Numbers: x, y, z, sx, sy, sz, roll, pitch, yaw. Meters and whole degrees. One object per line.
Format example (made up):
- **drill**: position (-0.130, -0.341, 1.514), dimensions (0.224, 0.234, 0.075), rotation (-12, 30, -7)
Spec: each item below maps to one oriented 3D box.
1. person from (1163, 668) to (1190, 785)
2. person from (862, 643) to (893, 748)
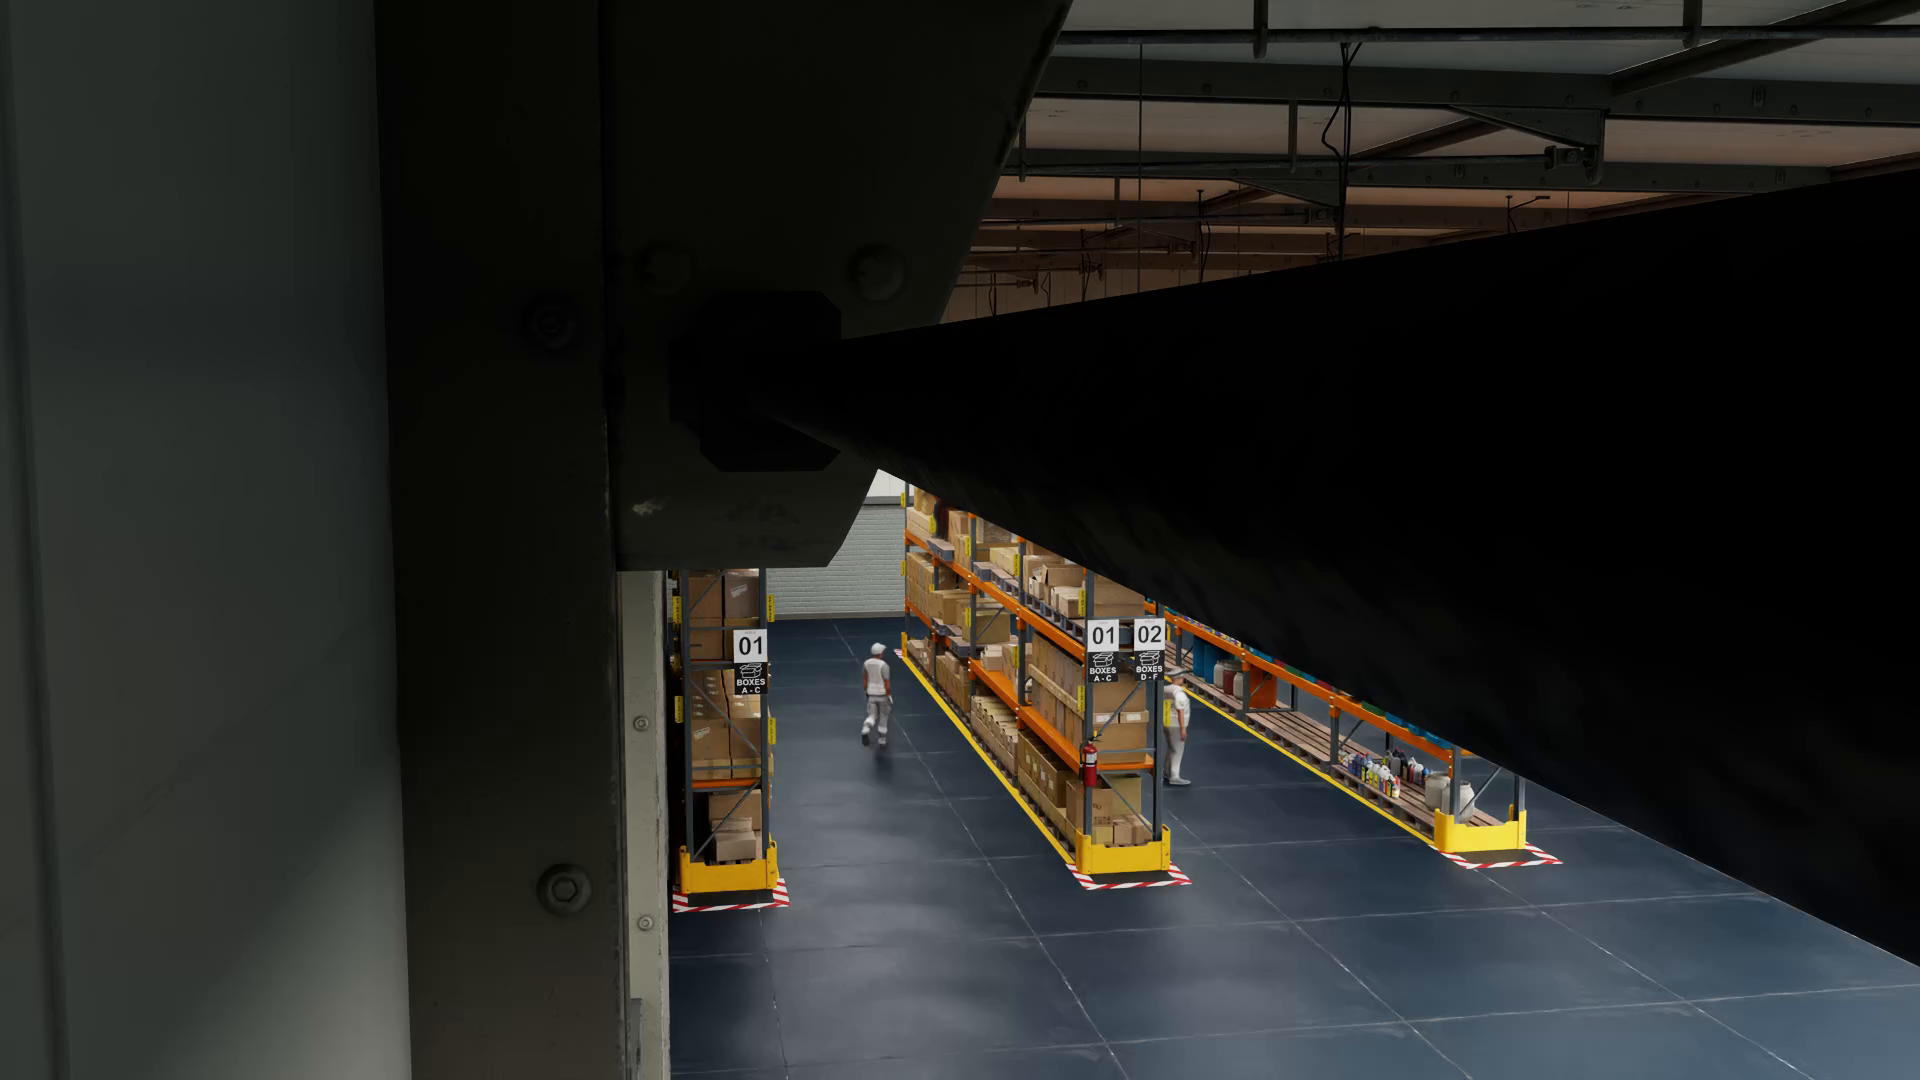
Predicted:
- **person**: position (3.297, 2.861, 25.329), dimensions (0.420, 1.819, 0.608), rotation (-2, 6, -18)
- **person**: position (-1.383, 2.582, 27.575), dimensions (0.552, 1.775, 0.725), rotation (3, 7, 26)
